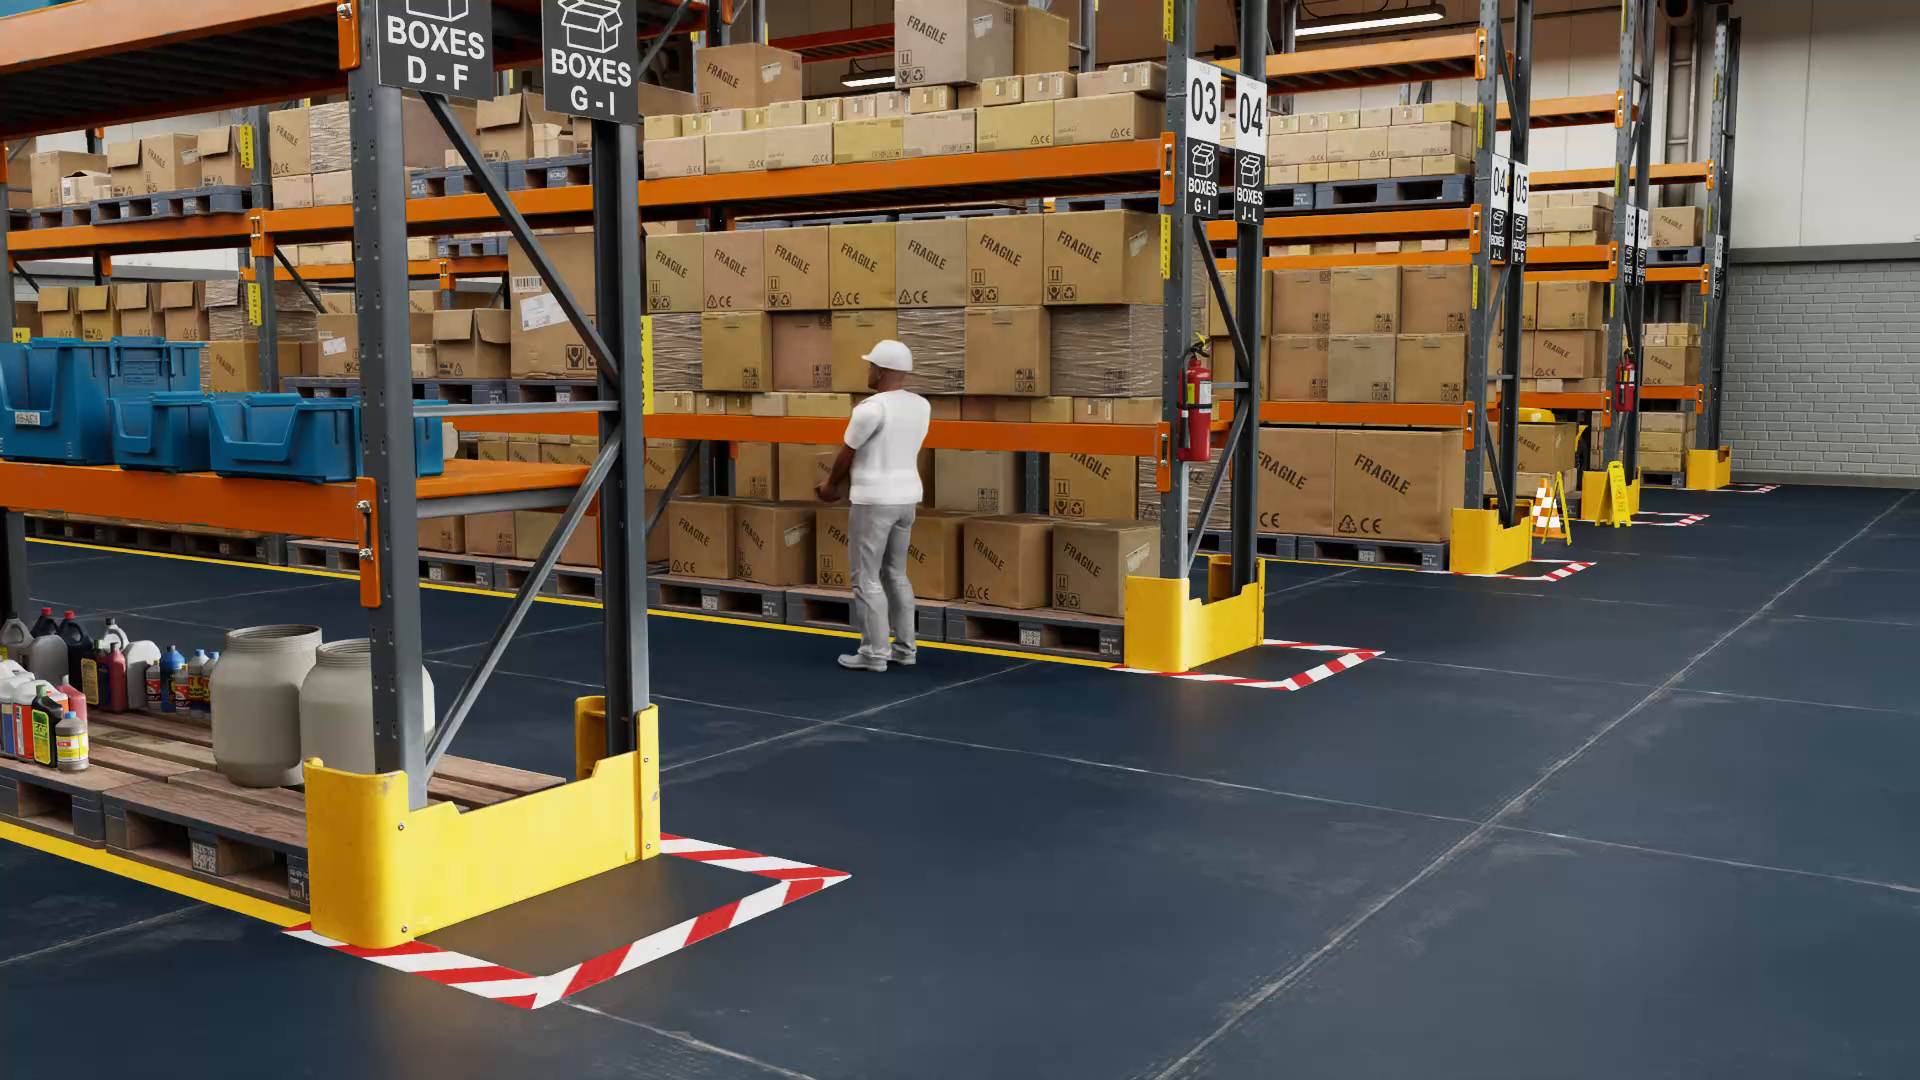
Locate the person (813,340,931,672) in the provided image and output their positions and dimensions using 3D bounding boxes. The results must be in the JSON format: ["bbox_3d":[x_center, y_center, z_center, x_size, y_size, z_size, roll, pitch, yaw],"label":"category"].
[{"bbox_3d":[-0.491,-0.194,8.967,0.587,1.761,0.502,5,8,37],"label":"person"}]
